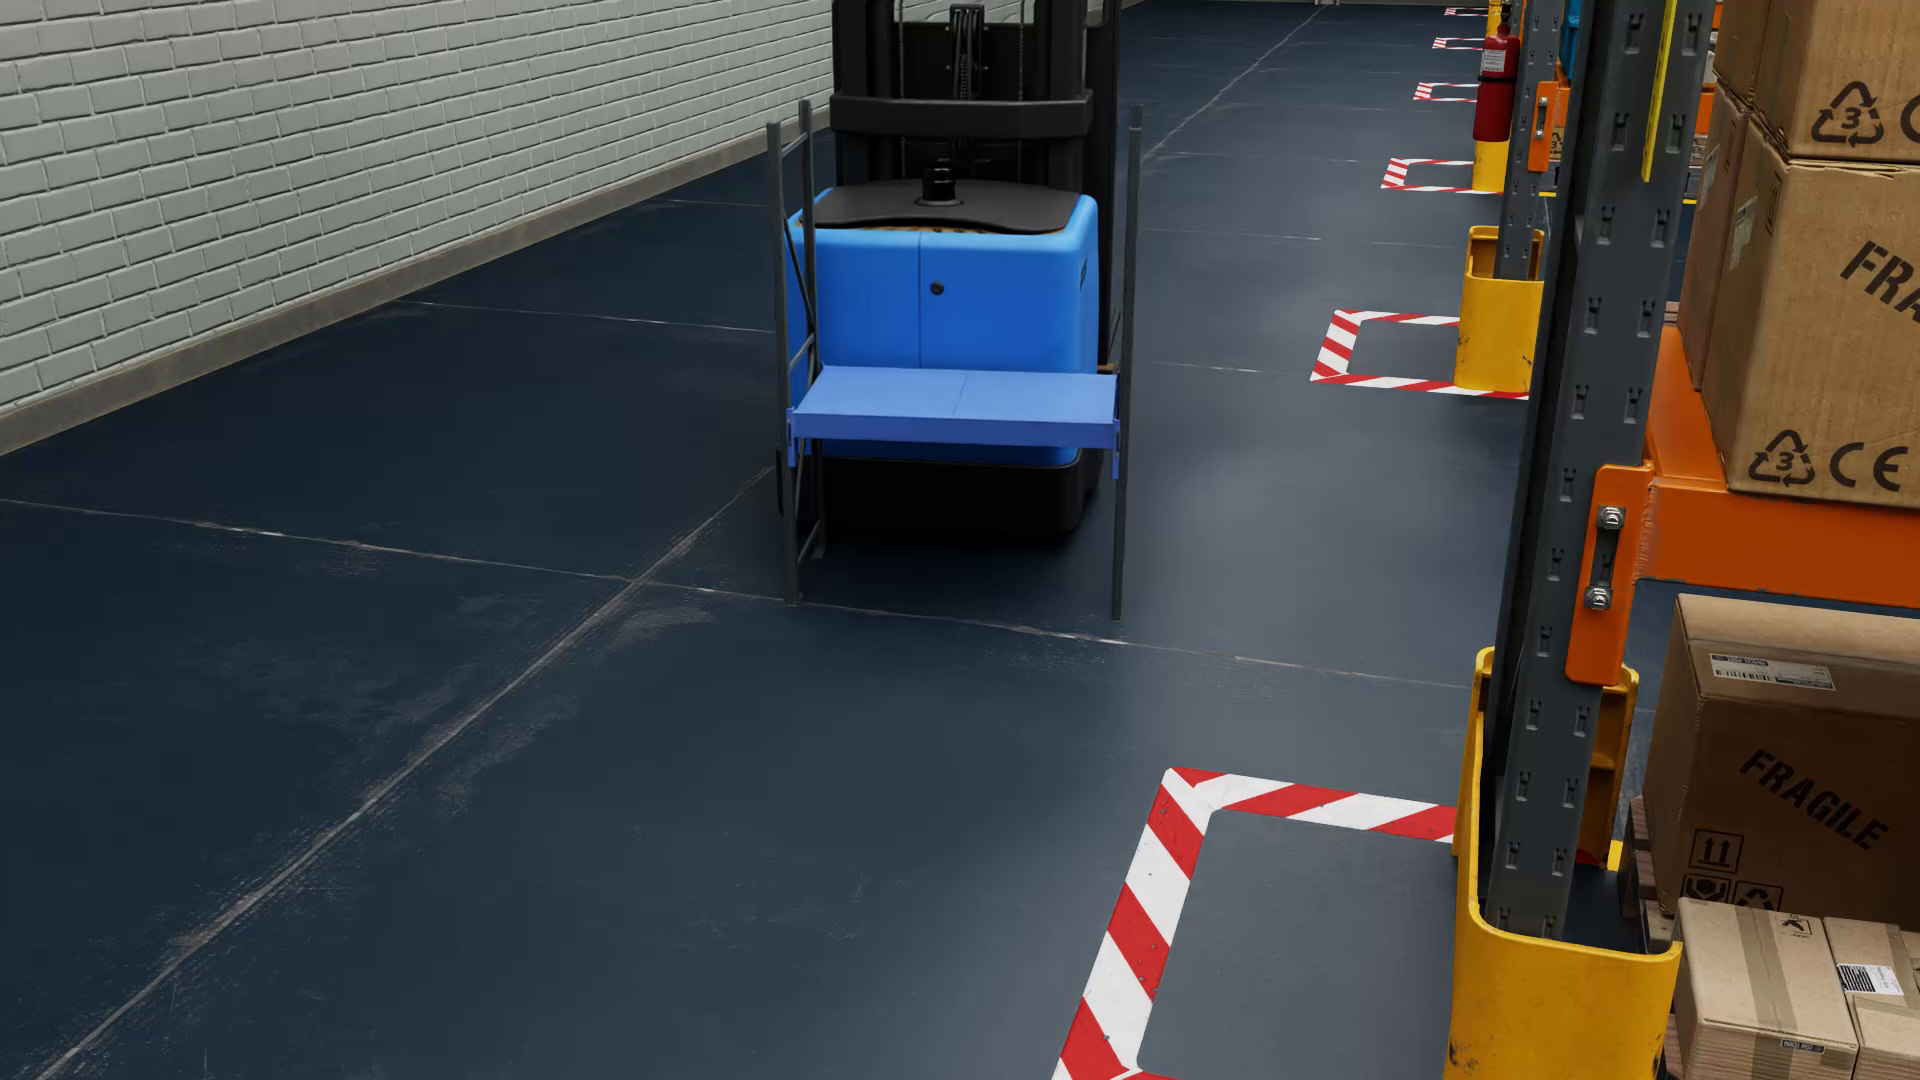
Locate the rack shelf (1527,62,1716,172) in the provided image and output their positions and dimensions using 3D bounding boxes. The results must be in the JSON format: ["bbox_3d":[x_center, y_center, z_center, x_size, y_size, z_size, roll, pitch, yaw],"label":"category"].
[{"bbox_3d":[4.477,-1.709,6.932,4.000,0.370,1.077,7,23,16],"label":"rack shelf"}]

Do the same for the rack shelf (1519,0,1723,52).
[{"bbox_3d":[5.907,-3.509,11.319,4.000,0.370,1.077,7,23,16],"label":"rack shelf"}]

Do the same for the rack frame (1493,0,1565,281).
[{"bbox_3d":[2.562,-2.261,7.330,0.127,3.000,1.000,7,23,16],"label":"rack frame"}]

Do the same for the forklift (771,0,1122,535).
[{"bbox_3d":[0.097,-1.899,6.537,1.130,2.935,3.031,3,23,8],"label":"forklift"}]

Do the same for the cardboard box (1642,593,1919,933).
[{"bbox_3d":[1.719,0.461,3.407,0.500,0.500,0.500,7,23,16],"label":"cardboard box"}]

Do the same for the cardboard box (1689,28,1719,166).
[{"bbox_3d":[5.500,-3.131,11.697,0.875,0.875,0.875,7,23,16],"label":"cardboard box"}]

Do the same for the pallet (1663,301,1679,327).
[{"bbox_3d":[3.340,-0.866,7.604,1.213,0.211,1.003,7,23,16],"label":"pallet"}]

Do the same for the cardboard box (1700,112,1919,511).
[{"bbox_3d":[2.766,-0.321,2.469,3.026,0.500,1.079,7,23,16],"label":"cardboard box"}]

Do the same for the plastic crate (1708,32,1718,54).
[{"bbox_3d":[3.395,-2.143,7.311,0.243,0.136,0.396,7,23,16],"label":"plastic crate"}]

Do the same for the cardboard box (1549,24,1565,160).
[{"bbox_3d":[4.628,-3.231,11.940,0.875,0.875,0.875,7,23,16],"label":"cardboard box"}]

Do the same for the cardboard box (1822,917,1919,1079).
[{"bbox_3d":[1.668,0.844,2.914,0.250,0.166,0.380,7,23,16],"label":"cardboard box"}]

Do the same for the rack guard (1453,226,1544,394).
[{"bbox_3d":[2.535,-1.103,7.799,0.348,0.500,1.175,7,23,16],"label":"rack guard"}]

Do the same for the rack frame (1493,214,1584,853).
[{"bbox_3d":[1.126,-0.461,2.940,0.053,2.616,0.949,7,23,16],"label":"rack frame"}]

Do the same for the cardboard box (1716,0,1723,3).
[{"bbox_3d":[4.978,-3.702,11.173,0.250,0.149,0.380,6,23,15],"label":"cardboard box"}]

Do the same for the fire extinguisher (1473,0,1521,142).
[{"bbox_3d":[2.549,-2.234,7.858,0.183,0.674,0.296,7,23,16],"label":"fire extinguisher"}]

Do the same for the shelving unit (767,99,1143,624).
[{"bbox_3d":[0.003,-0.550,5.134,1.048,1.500,0.538,2,22,6],"label":"shelving unit"}]

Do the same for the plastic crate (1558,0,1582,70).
[{"bbox_3d":[2.936,-2.336,7.388,0.499,0.435,0.616,7,23,16],"label":"plastic crate"}]

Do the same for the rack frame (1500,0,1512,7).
[{"bbox_3d":[6.855,-7.661,20.495,0.127,3.000,1.000,7,23,16],"label":"rack frame"}]

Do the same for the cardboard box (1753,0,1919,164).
[{"bbox_3d":[1.476,-0.826,2.382,0.500,0.500,0.500,7,23,17],"label":"cardboard box"}]

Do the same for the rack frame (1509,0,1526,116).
[{"bbox_3d":[3.992,-4.061,11.717,0.127,3.000,1.000,7,23,16],"label":"rack frame"}]

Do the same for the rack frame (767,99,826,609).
[{"bbox_3d":[-0.502,-0.571,5.186,0.032,1.500,0.500,2,22,6],"label":"rack frame"}]

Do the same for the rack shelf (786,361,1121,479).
[{"bbox_3d":[0.003,-0.384,5.203,1.000,0.185,0.538,2,22,6],"label":"rack shelf"}]

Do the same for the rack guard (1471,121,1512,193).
[{"bbox_3d":[3.969,-2.907,12.198,0.348,0.500,1.175,7,23,16],"label":"rack guard"}]

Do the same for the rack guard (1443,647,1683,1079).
[{"bbox_3d":[1.200,0.703,3.397,0.348,0.500,1.175,7,23,16],"label":"rack guard"}]

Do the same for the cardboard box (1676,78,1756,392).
[{"bbox_3d":[1.635,-0.558,3.046,0.500,0.500,0.500,7,23,17],"label":"cardboard box"}]

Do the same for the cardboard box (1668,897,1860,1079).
[{"bbox_3d":[1.429,0.824,2.985,0.250,0.149,0.380,7,23,16],"label":"cardboard box"}]

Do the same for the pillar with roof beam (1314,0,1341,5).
[{"bbox_3d":[4.721,-11.300,21.459,0.400,9.000,9.100,7,23,16],"label":"pillar with roof beam"}]

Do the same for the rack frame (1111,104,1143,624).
[{"bbox_3d":[0.509,-0.529,5.082,0.032,1.500,0.500,2,22,6],"label":"rack frame"}]

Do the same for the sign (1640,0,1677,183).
[{"bbox_3d":[0.971,-0.665,2.298,0.005,0.325,0.100,7,23,16],"label":"sign"}]

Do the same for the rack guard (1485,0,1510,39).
[{"bbox_3d":[6.832,-6.507,20.975,0.348,0.500,1.175,7,23,16],"label":"rack guard"}]

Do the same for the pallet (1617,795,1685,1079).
[{"bbox_3d":[1.964,0.924,3.240,1.213,0.211,1.003,7,23,16],"label":"pallet"}]
